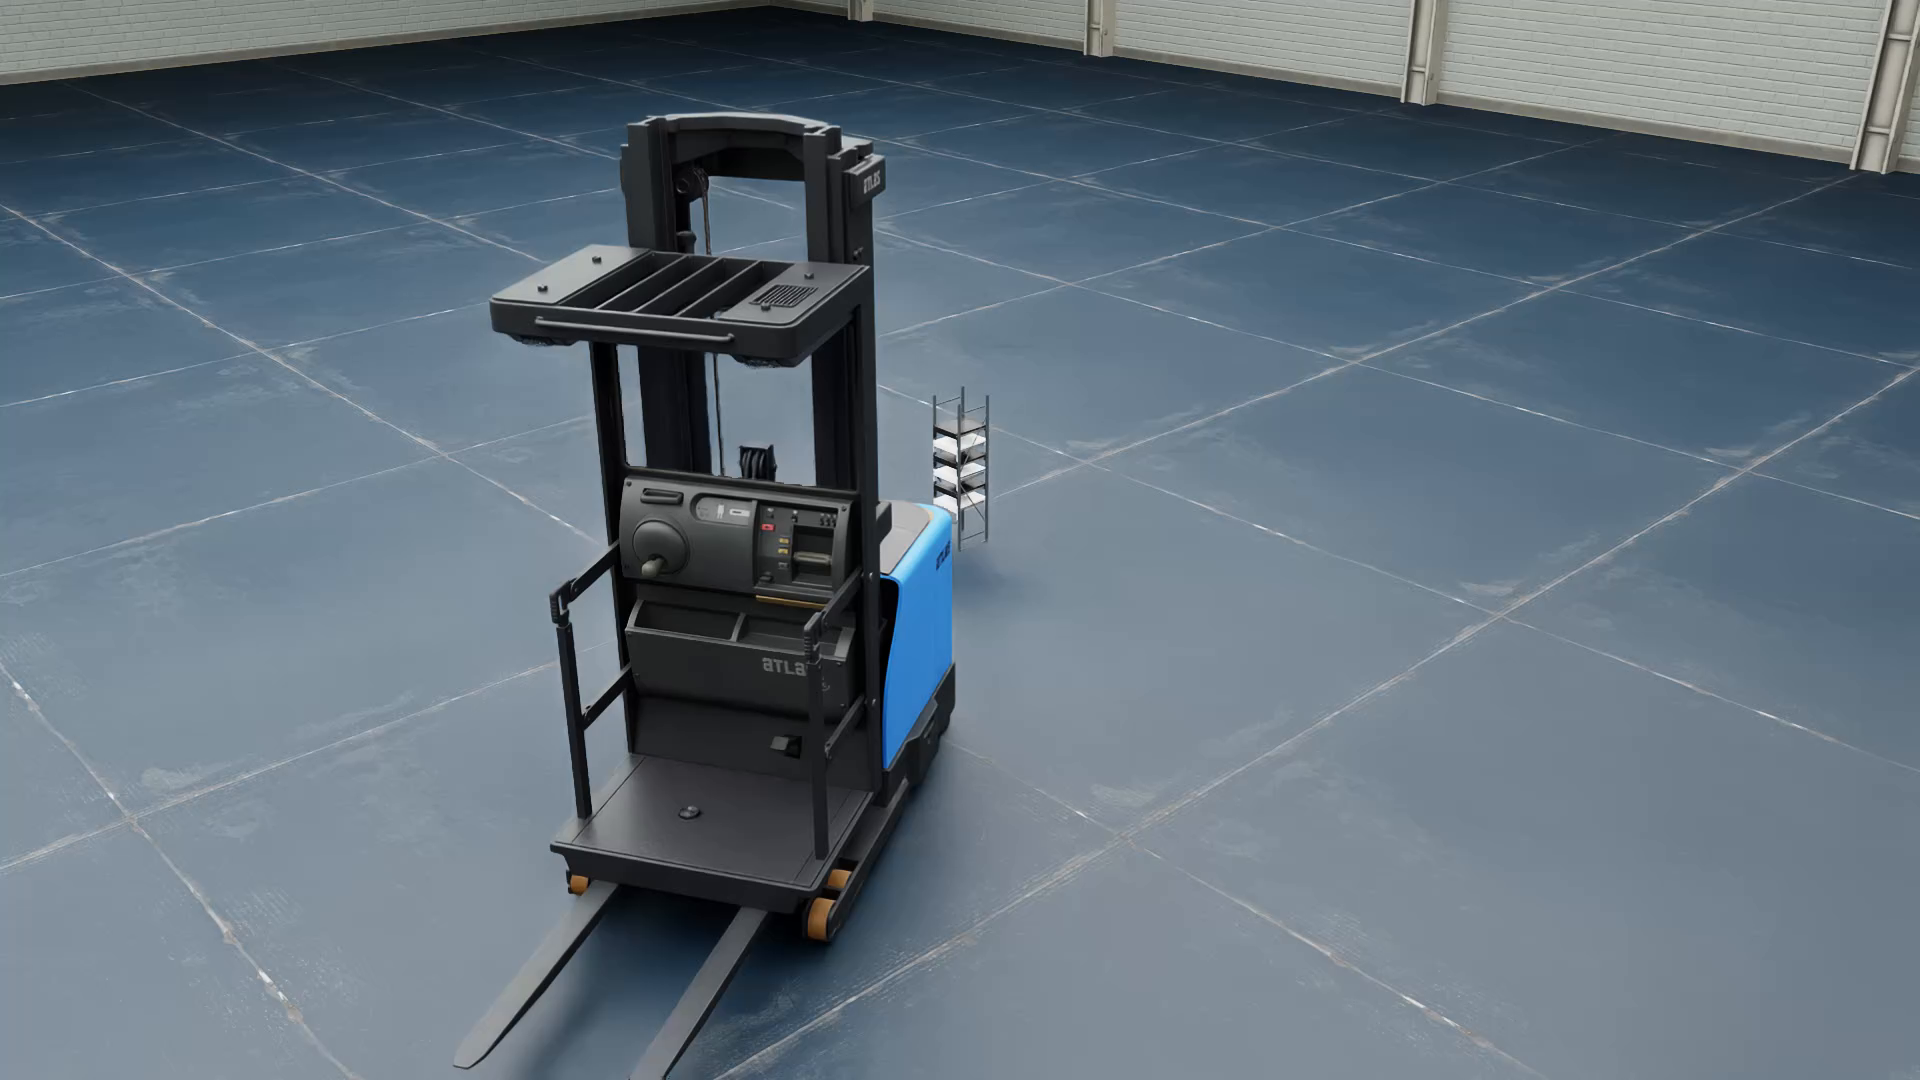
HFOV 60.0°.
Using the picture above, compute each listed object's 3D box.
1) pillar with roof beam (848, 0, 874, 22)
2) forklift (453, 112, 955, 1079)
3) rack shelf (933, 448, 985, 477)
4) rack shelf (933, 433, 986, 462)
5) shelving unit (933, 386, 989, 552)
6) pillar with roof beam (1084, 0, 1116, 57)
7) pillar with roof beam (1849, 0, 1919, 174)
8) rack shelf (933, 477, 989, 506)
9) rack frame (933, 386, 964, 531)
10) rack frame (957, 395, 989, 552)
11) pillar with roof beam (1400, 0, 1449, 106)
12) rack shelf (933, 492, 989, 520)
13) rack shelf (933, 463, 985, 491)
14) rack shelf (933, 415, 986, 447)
[{"bbox_3d":[-4.989,-12.571,26.463,9.100,9.000,0.400,-21,32,-38],"label":"pillar with roof beam"},{"bbox_3d":[-0.922,0.024,6.167,1.130,2.935,3.031,7,25,15],"label":"forklift"},{"bbox_3d":[0.006,-0.459,9.534,0.258,0.077,0.200,-21,32,-38],"label":"rack shelf"},{"bbox_3d":[0.006,-0.540,9.497,0.258,0.077,0.200,-21,32,-38],"label":"rack shelf"},{"bbox_3d":[0.006,-0.407,9.558,0.258,0.900,0.210,-21,32,-38],"label":"shelving unit"},{"bbox_3d":[-0.888,-10.753,22.479,9.100,9.000,0.400,-21,32,-38],"label":"pillar with roof beam"},{"bbox_3d":[7.314,-7.117,14.509,9.100,9.000,0.400,-21,32,-38],"label":"pillar with roof beam"},{"bbox_3d":[0.006,-0.295,9.609,0.258,0.077,0.200,-21,32,-38],"label":"rack shelf"},{"bbox_3d":[-0.064,-0.438,9.625,0.240,0.900,0.006,-21,32,-38],"label":"rack frame"},{"bbox_3d":[0.075,-0.376,9.490,0.240,0.900,0.006,-21,32,-38],"label":"rack frame"},{"bbox_3d":[3.213,-8.935,18.494,9.100,9.000,0.400,-21,32,-38],"label":"pillar with roof beam"},{"bbox_3d":[0.006,-0.213,9.646,0.258,0.077,0.200,-21,32,-38],"label":"rack shelf"},{"bbox_3d":[0.006,-0.377,9.572,0.258,0.077,0.200,-21,32,-38],"label":"rack shelf"},{"bbox_3d":[0.006,-0.622,9.460,0.258,0.077,0.200,-21,32,-38],"label":"rack shelf"}]
